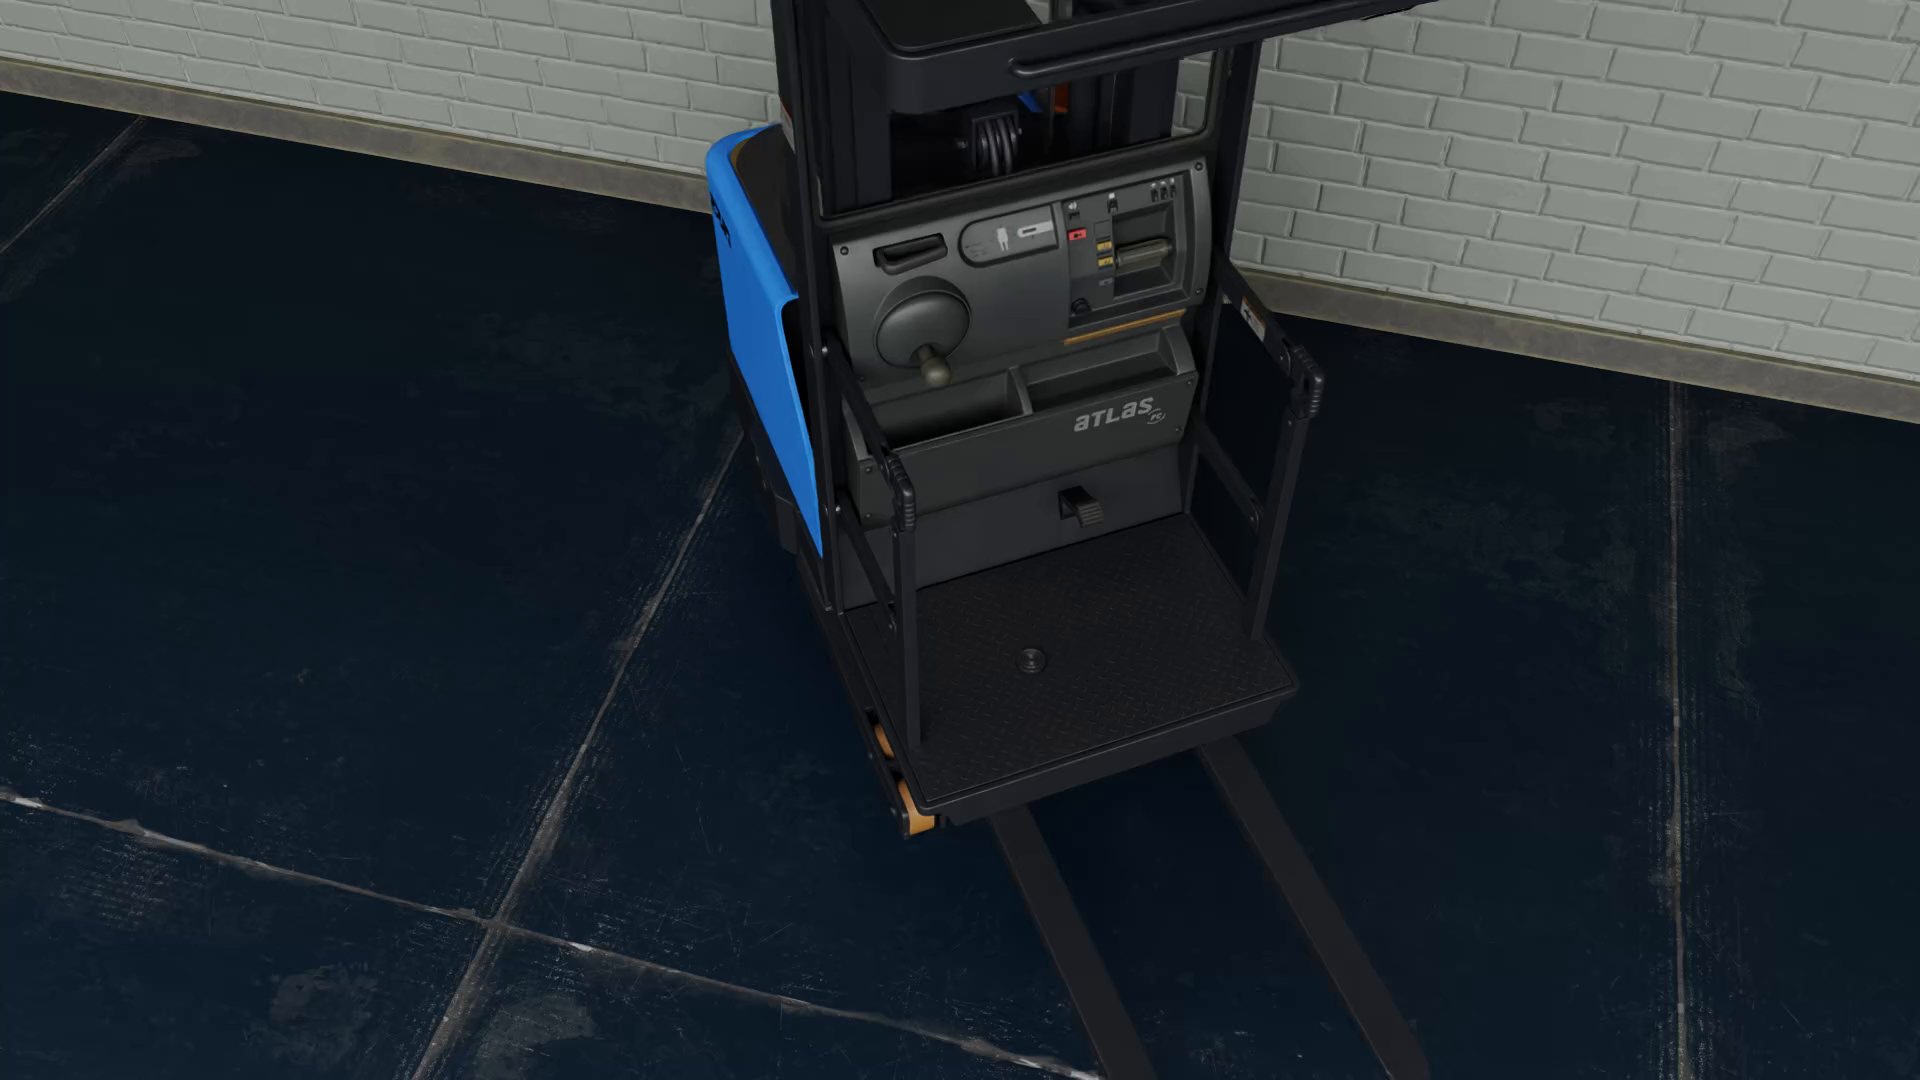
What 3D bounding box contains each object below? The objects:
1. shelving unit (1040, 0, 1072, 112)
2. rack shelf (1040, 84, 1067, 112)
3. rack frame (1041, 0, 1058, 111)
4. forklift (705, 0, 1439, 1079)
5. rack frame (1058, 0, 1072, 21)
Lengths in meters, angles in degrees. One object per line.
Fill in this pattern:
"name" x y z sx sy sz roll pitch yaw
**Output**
"shelving unit" 0.390 -1.247 5.540 0.258 1.200 0.189 11 41 10
"rack shelf" 0.397 -1.396 5.414 0.258 0.103 0.180 11 41 10
"rack frame" 0.366 -1.191 5.472 0.240 1.200 0.006 11 41 10
"forklift" 0.239 -0.531 3.764 1.130 2.935 3.031 -16 50 -14
"rack frame" 0.413 -1.304 5.608 0.240 1.200 0.006 11 41 10
